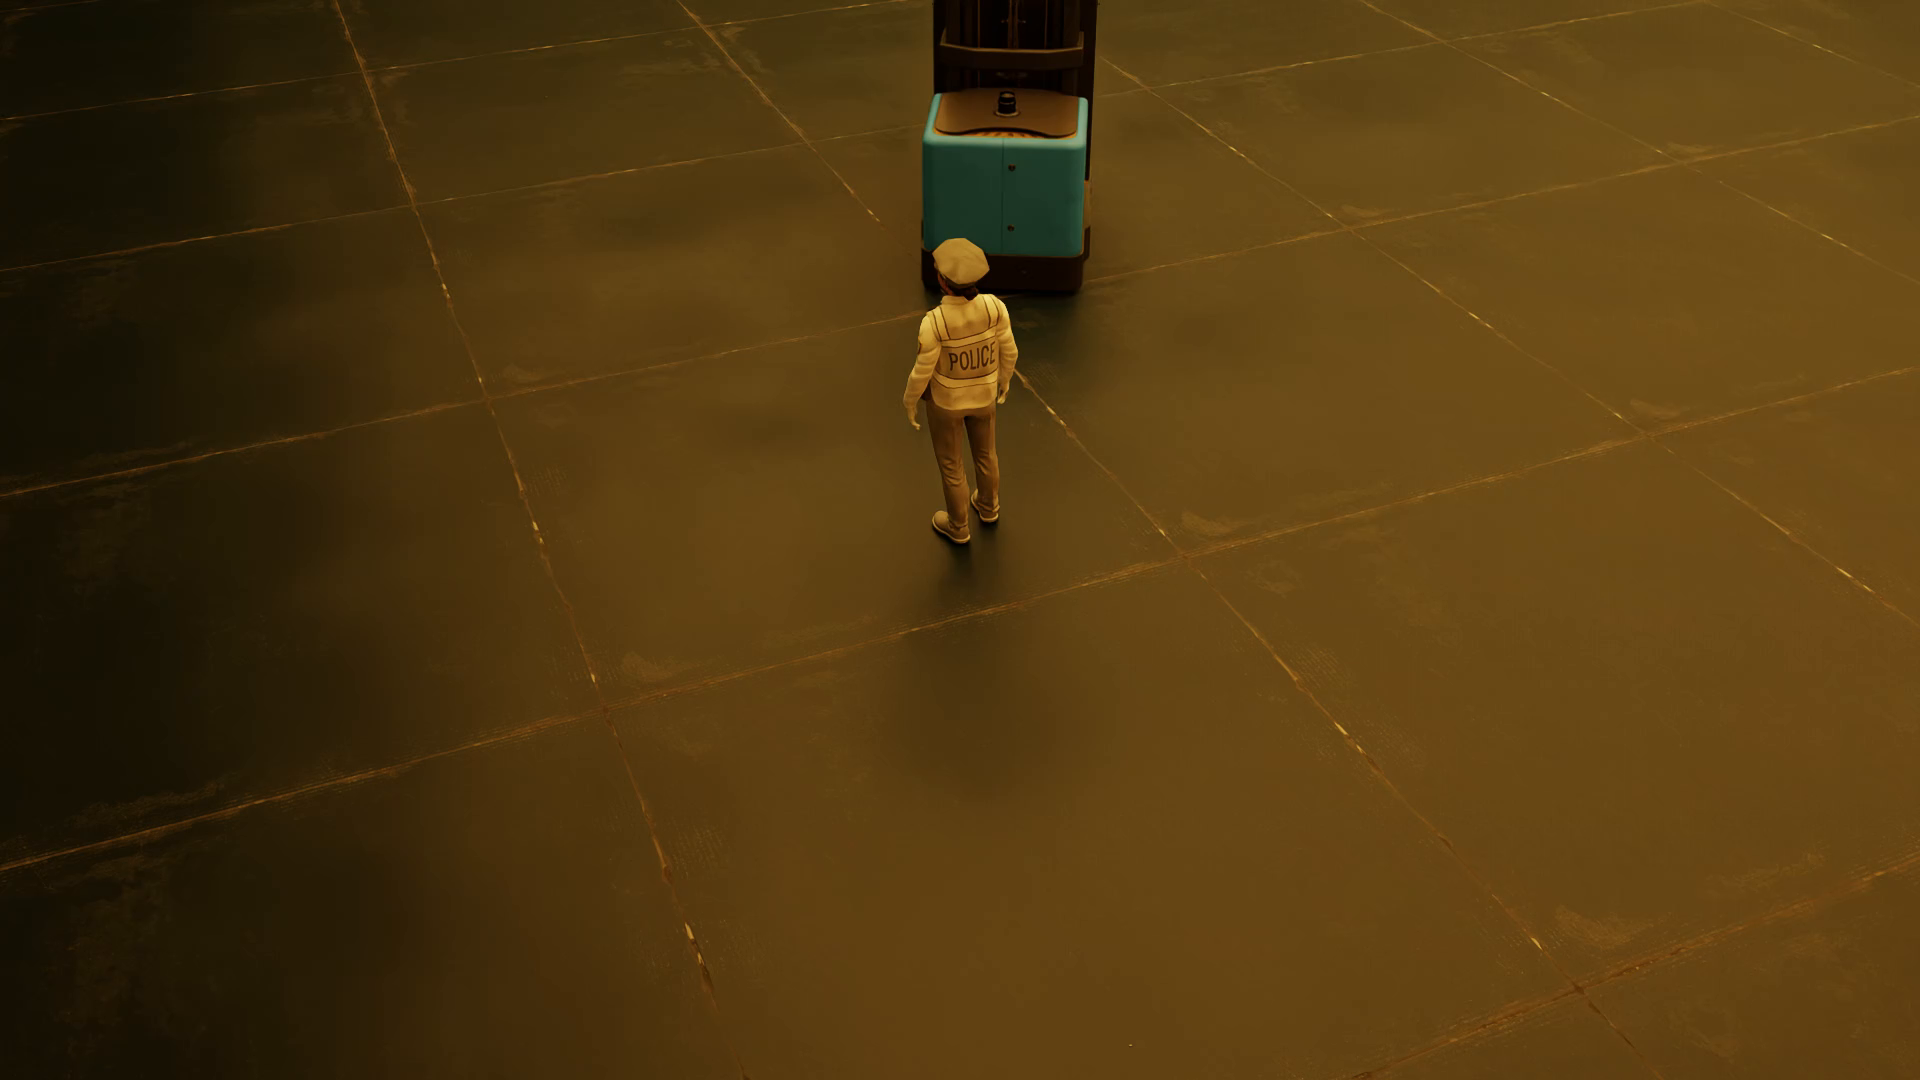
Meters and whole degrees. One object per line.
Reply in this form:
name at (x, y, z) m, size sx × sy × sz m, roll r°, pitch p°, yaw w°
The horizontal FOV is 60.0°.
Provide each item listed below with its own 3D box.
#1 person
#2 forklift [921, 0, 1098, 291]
person at (-0.020, -0.735, 8.187) m, size 0.586 × 1.694 × 0.530 m, roll -14°, pitch 38°, yaw -19°
forklift at (0.386, -3.641, 11.219) m, size 1.130 × 2.935 × 3.031 m, roll 3°, pitch 36°, yaw 4°
